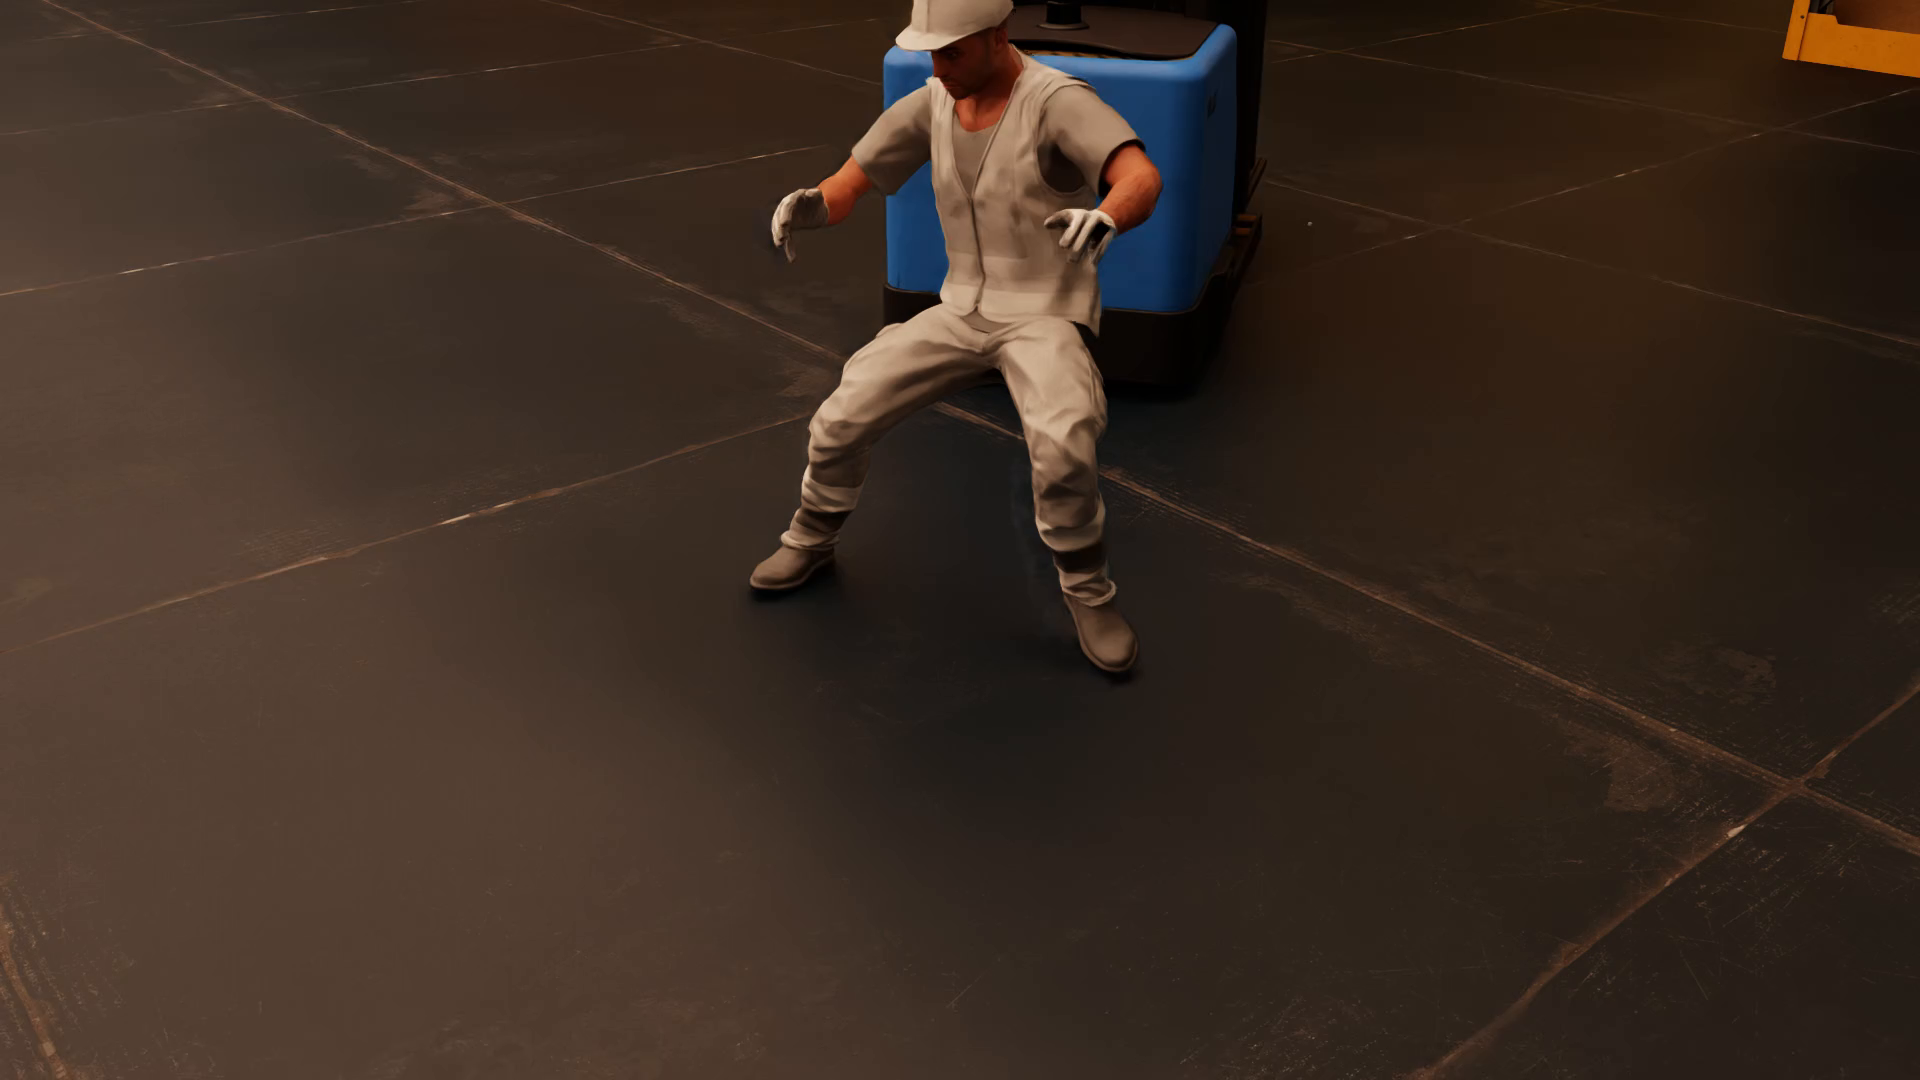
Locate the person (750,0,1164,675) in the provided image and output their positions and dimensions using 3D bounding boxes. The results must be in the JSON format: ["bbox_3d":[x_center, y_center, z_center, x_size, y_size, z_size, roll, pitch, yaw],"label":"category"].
[{"bbox_3d":[-0.001,-0.503,3.779,1.060,1.548,0.753,21,33,36],"label":"person"}]

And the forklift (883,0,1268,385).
[{"bbox_3d":[0.627,-2.446,6.133,1.130,2.935,3.031,7,27,14],"label":"forklift"}]
